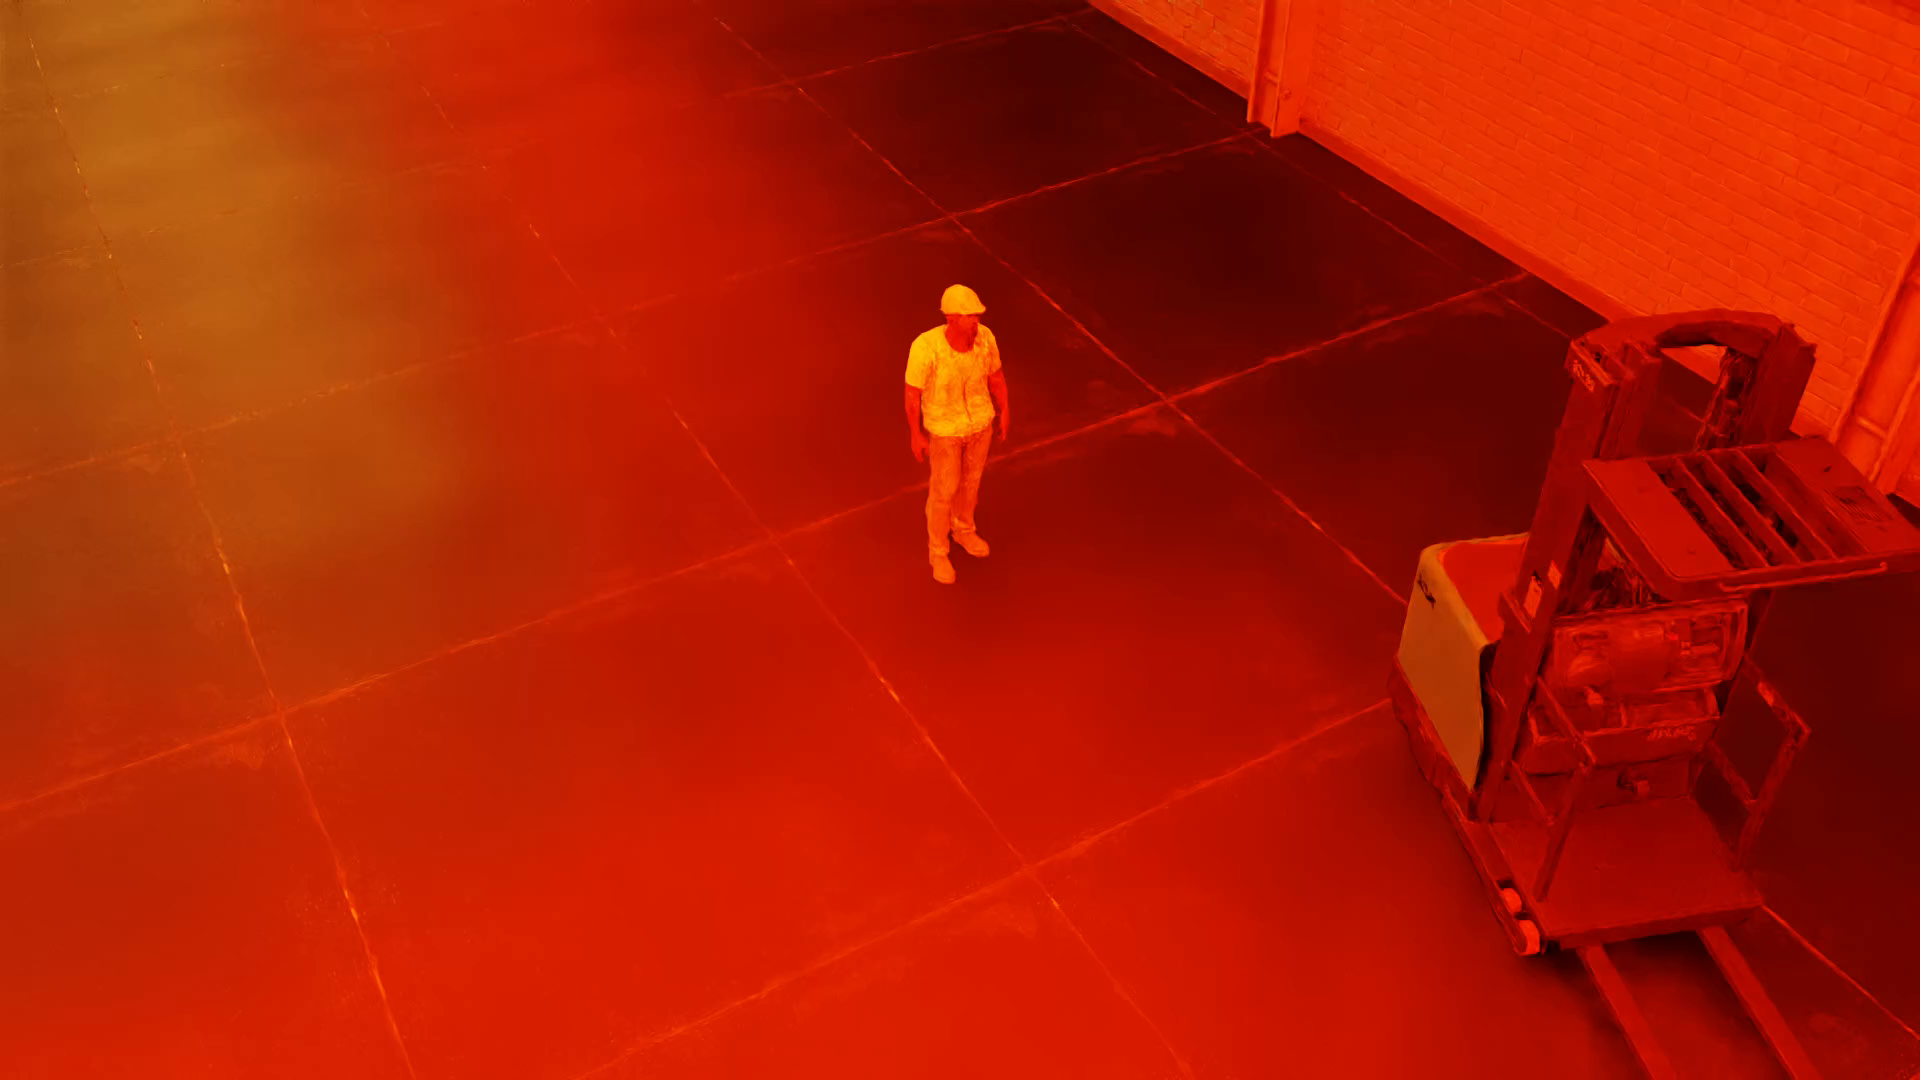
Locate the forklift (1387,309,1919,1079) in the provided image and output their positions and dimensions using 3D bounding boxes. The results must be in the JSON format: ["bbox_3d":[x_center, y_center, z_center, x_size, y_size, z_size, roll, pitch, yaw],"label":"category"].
[{"bbox_3d":[3.136,0.595,7.318,1.130,2.935,3.031,-7,40,-8],"label":"forklift"}]

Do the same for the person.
[{"bbox_3d":[0.030,-0.642,9.717,0.665,1.760,0.576,-20,44,-23],"label":"person"}]
